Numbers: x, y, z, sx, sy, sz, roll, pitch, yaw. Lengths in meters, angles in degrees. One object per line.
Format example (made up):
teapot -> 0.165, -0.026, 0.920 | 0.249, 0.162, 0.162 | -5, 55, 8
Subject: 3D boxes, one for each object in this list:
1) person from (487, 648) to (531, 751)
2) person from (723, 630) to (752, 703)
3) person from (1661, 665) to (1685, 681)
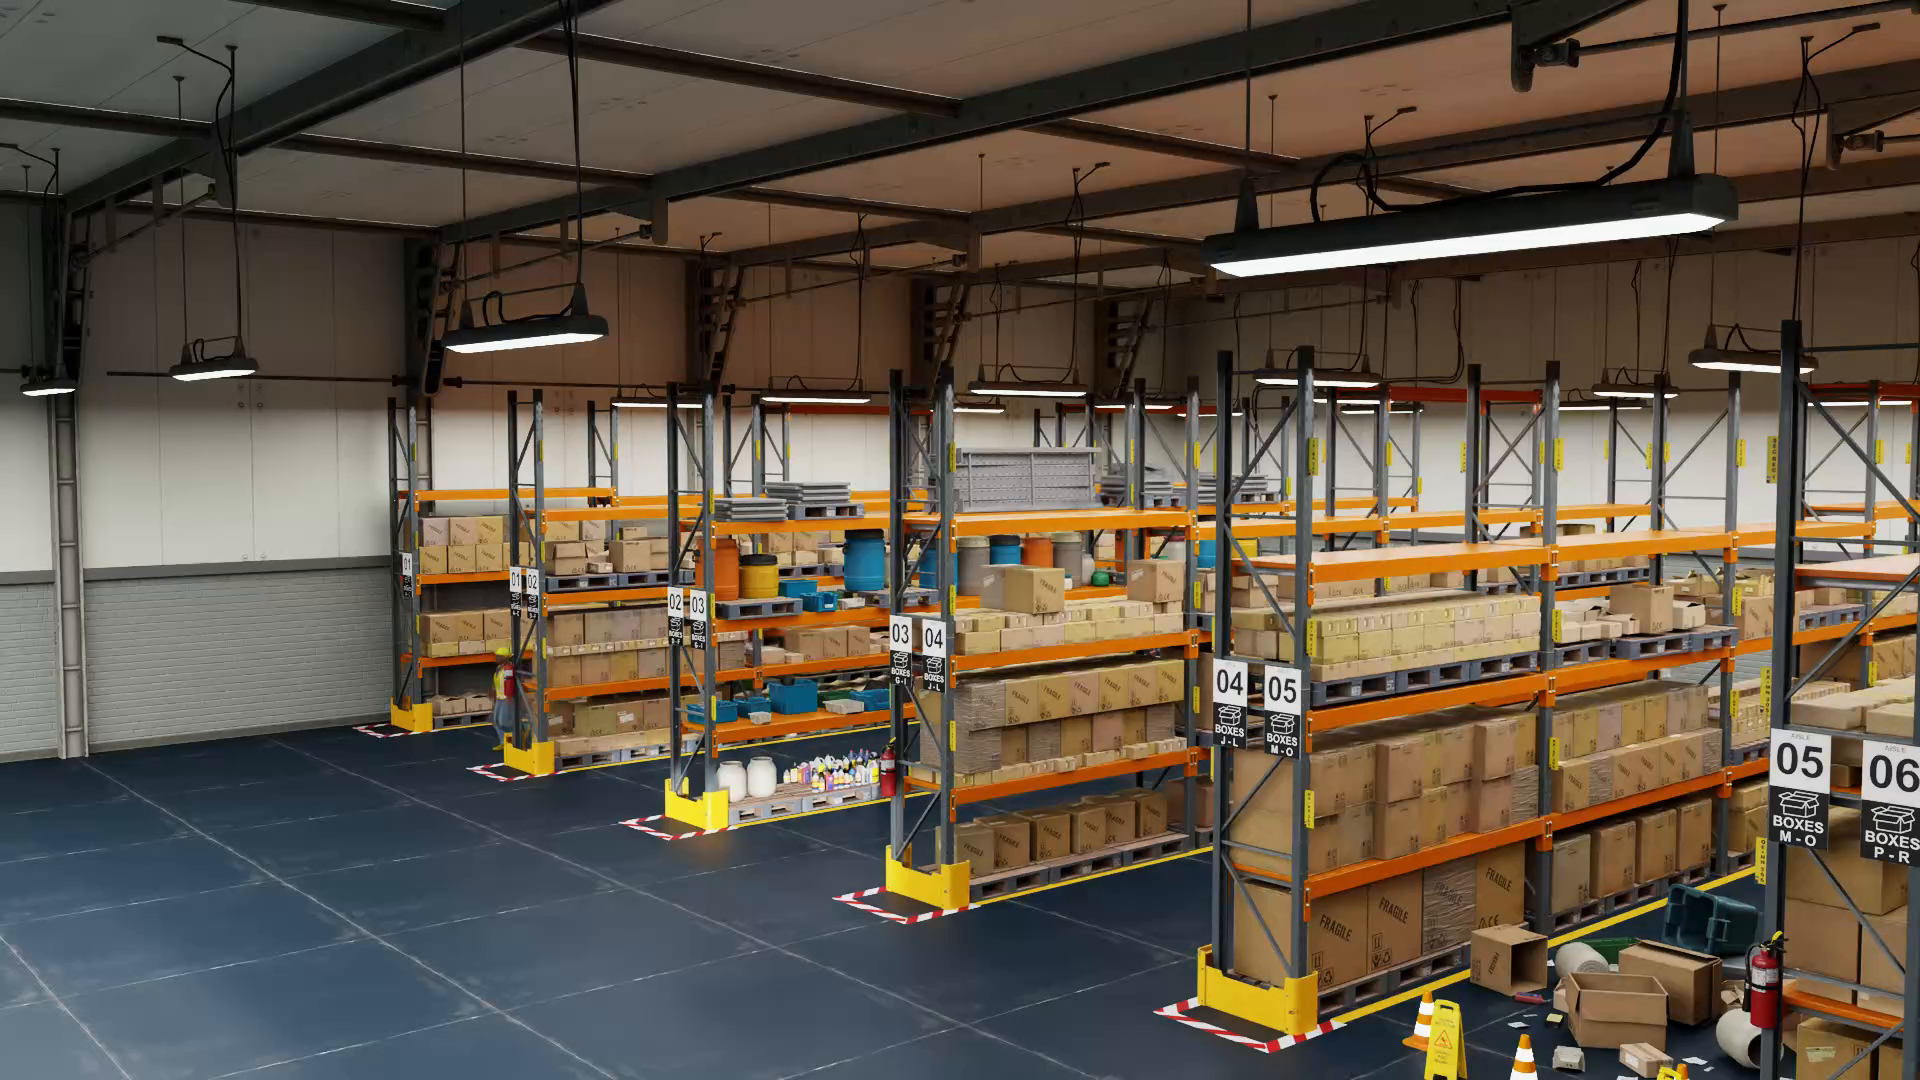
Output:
person -> -7.567, 2.663, 27.994 | 0.650, 1.727, 0.715 | -3, 4, -39
person -> -4.089, 2.479, 30.678 | 0.641, 1.815, 0.735 | 3, 4, 42
person -> 12.793, 2.521, 30.302 | 0.693, 1.764, 0.659 | -2, 4, -28
